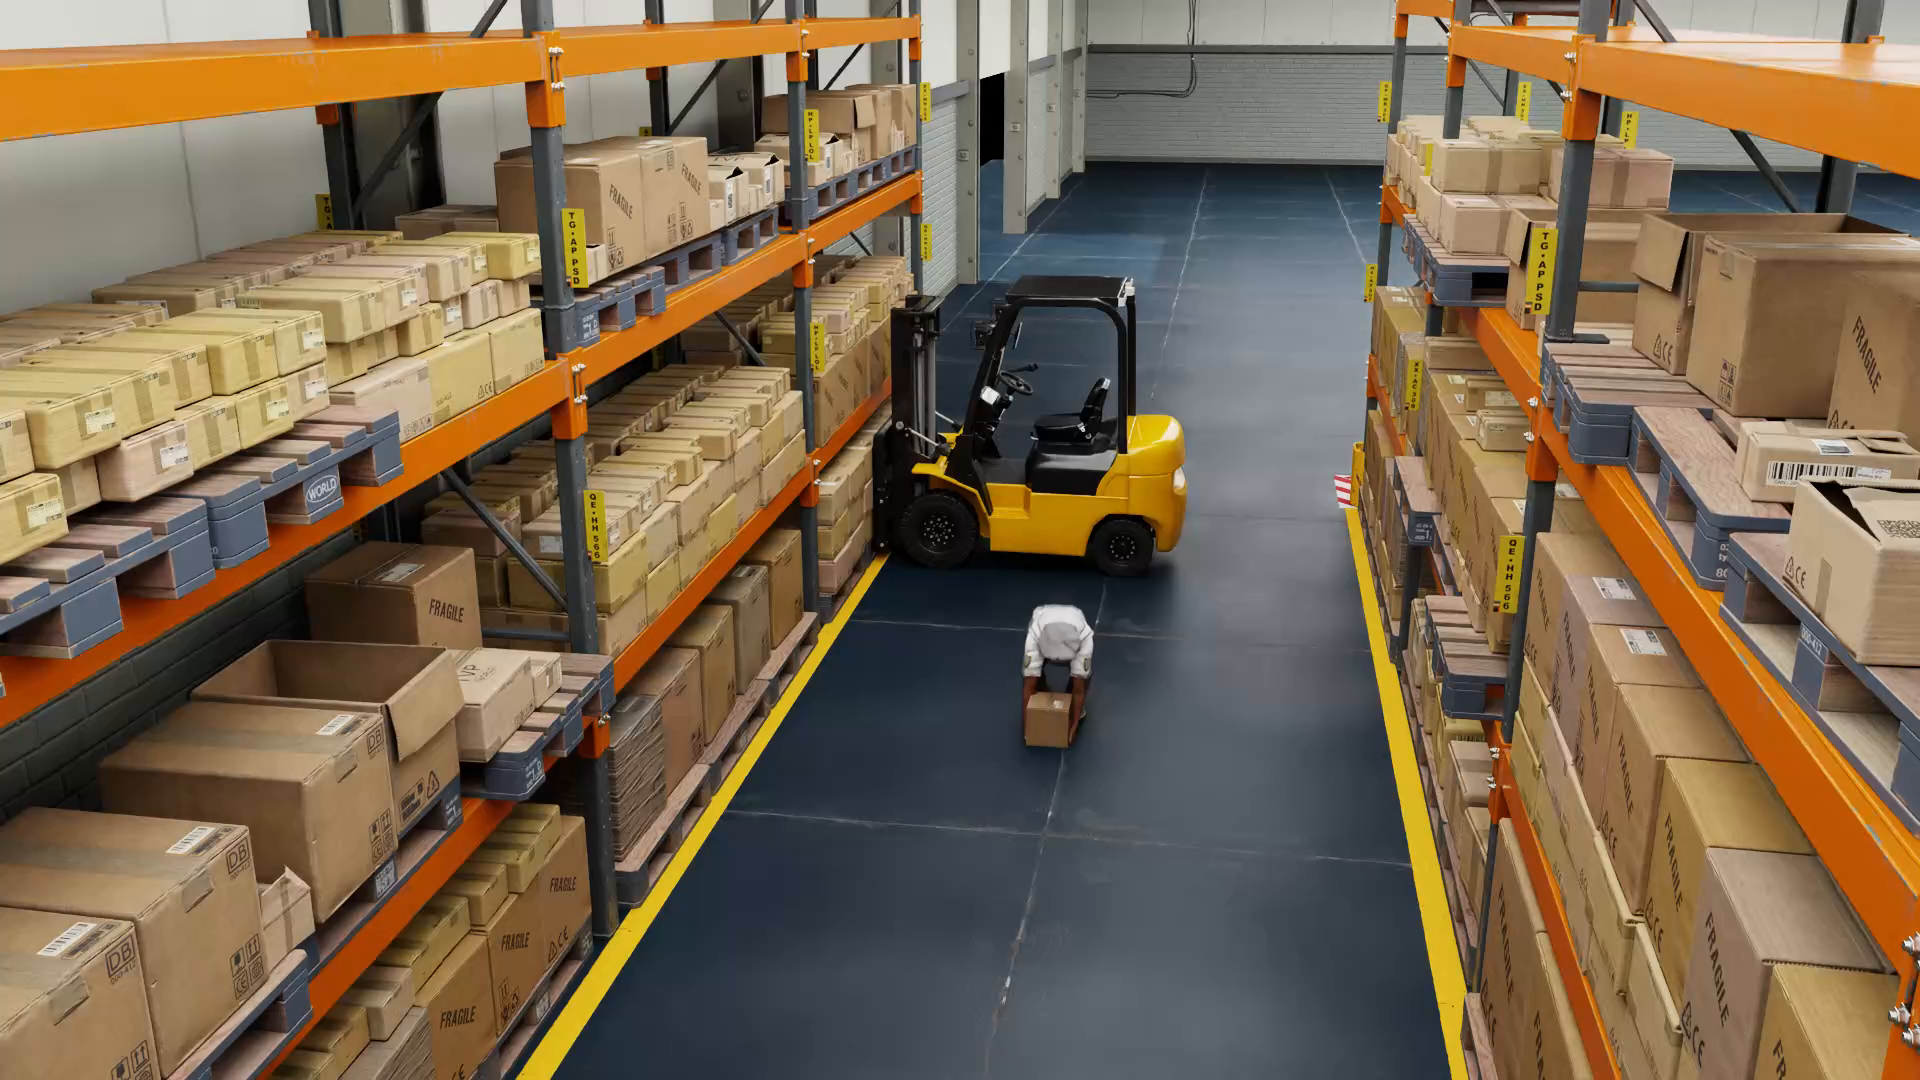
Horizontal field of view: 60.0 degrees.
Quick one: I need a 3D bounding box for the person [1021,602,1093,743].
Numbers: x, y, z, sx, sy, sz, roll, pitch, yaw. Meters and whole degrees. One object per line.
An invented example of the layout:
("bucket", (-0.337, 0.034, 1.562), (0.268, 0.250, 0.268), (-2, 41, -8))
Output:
("person", (0.597, 0.760, 10.198), (0.441, 0.780, 0.919), (2, 18, 7))
